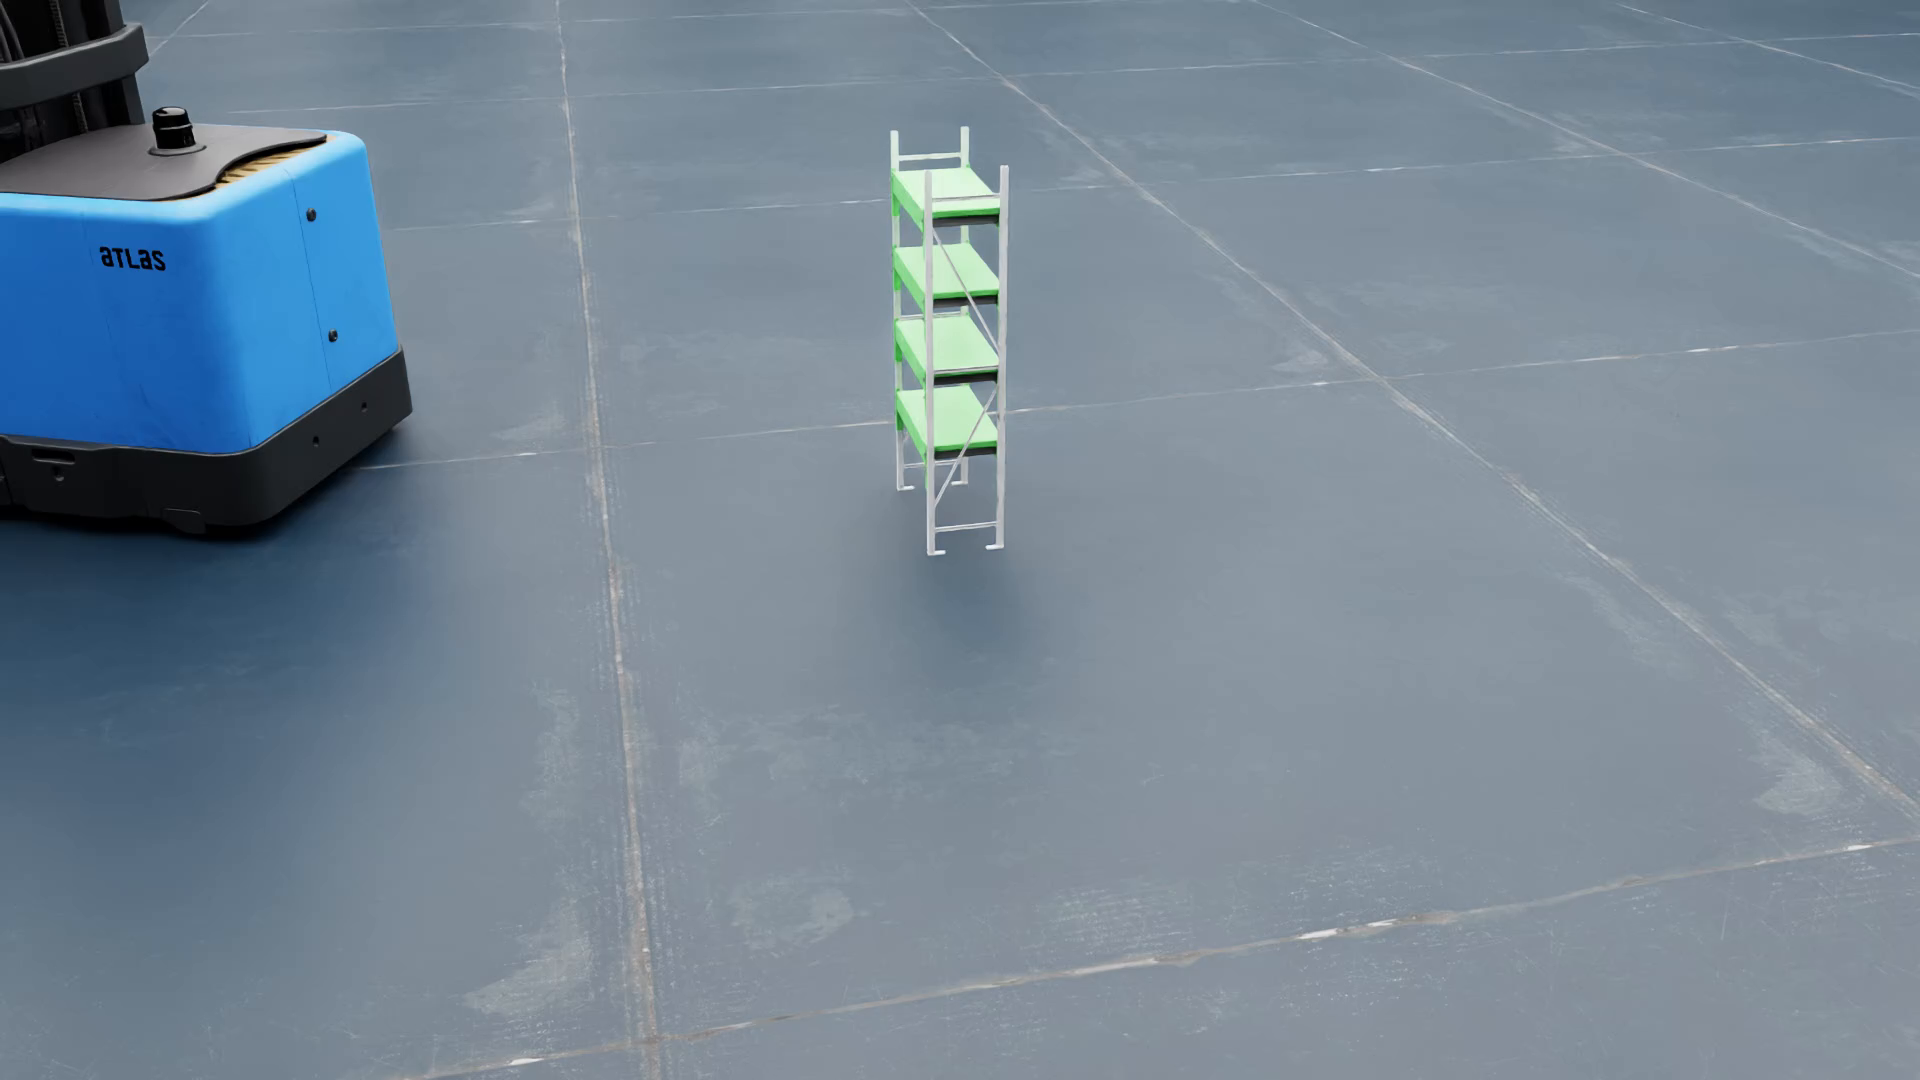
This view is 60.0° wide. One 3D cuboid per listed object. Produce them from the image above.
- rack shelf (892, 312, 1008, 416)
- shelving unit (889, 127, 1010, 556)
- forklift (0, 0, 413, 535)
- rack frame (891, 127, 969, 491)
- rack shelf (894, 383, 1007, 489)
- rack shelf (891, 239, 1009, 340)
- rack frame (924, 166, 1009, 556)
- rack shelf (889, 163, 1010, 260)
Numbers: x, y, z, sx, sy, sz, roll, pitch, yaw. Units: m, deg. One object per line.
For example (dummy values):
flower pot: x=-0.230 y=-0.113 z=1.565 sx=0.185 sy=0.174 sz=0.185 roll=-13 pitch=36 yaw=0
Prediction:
rack shelf: x=-0.037 y=-0.551 z=5.152 sx=0.258 sy=0.148 sz=0.480 roll=-6 pitch=27 yaw=-12
shelving unit: x=-0.037 y=-0.608 z=5.124 sx=0.258 sy=1.200 sz=0.503 roll=-6 pitch=27 yaw=-12
forklift: x=-3.550 y=-1.652 z=5.270 sx=3.031 sy=2.935 sz=1.130 roll=6 pitch=27 yaw=11
rack frame: x=-0.092 y=-0.715 z=5.336 sx=0.240 sy=1.200 sz=0.015 roll=-6 pitch=27 yaw=-12
rack shelf: x=-0.037 y=-0.337 z=5.261 sx=0.258 sy=0.148 sz=0.480 roll=-6 pitch=27 yaw=-12
rack shelf: x=-0.037 y=-0.766 z=5.044 sx=0.258 sy=0.148 sz=0.480 roll=-6 pitch=27 yaw=-12
rack frame: x=0.018 y=-0.501 z=4.911 sx=0.240 sy=1.200 sz=0.015 roll=-6 pitch=27 yaw=-12
rack shelf: x=-0.037 y=-0.980 z=4.936 sx=0.258 sy=0.148 sz=0.480 roll=-6 pitch=27 yaw=-12
